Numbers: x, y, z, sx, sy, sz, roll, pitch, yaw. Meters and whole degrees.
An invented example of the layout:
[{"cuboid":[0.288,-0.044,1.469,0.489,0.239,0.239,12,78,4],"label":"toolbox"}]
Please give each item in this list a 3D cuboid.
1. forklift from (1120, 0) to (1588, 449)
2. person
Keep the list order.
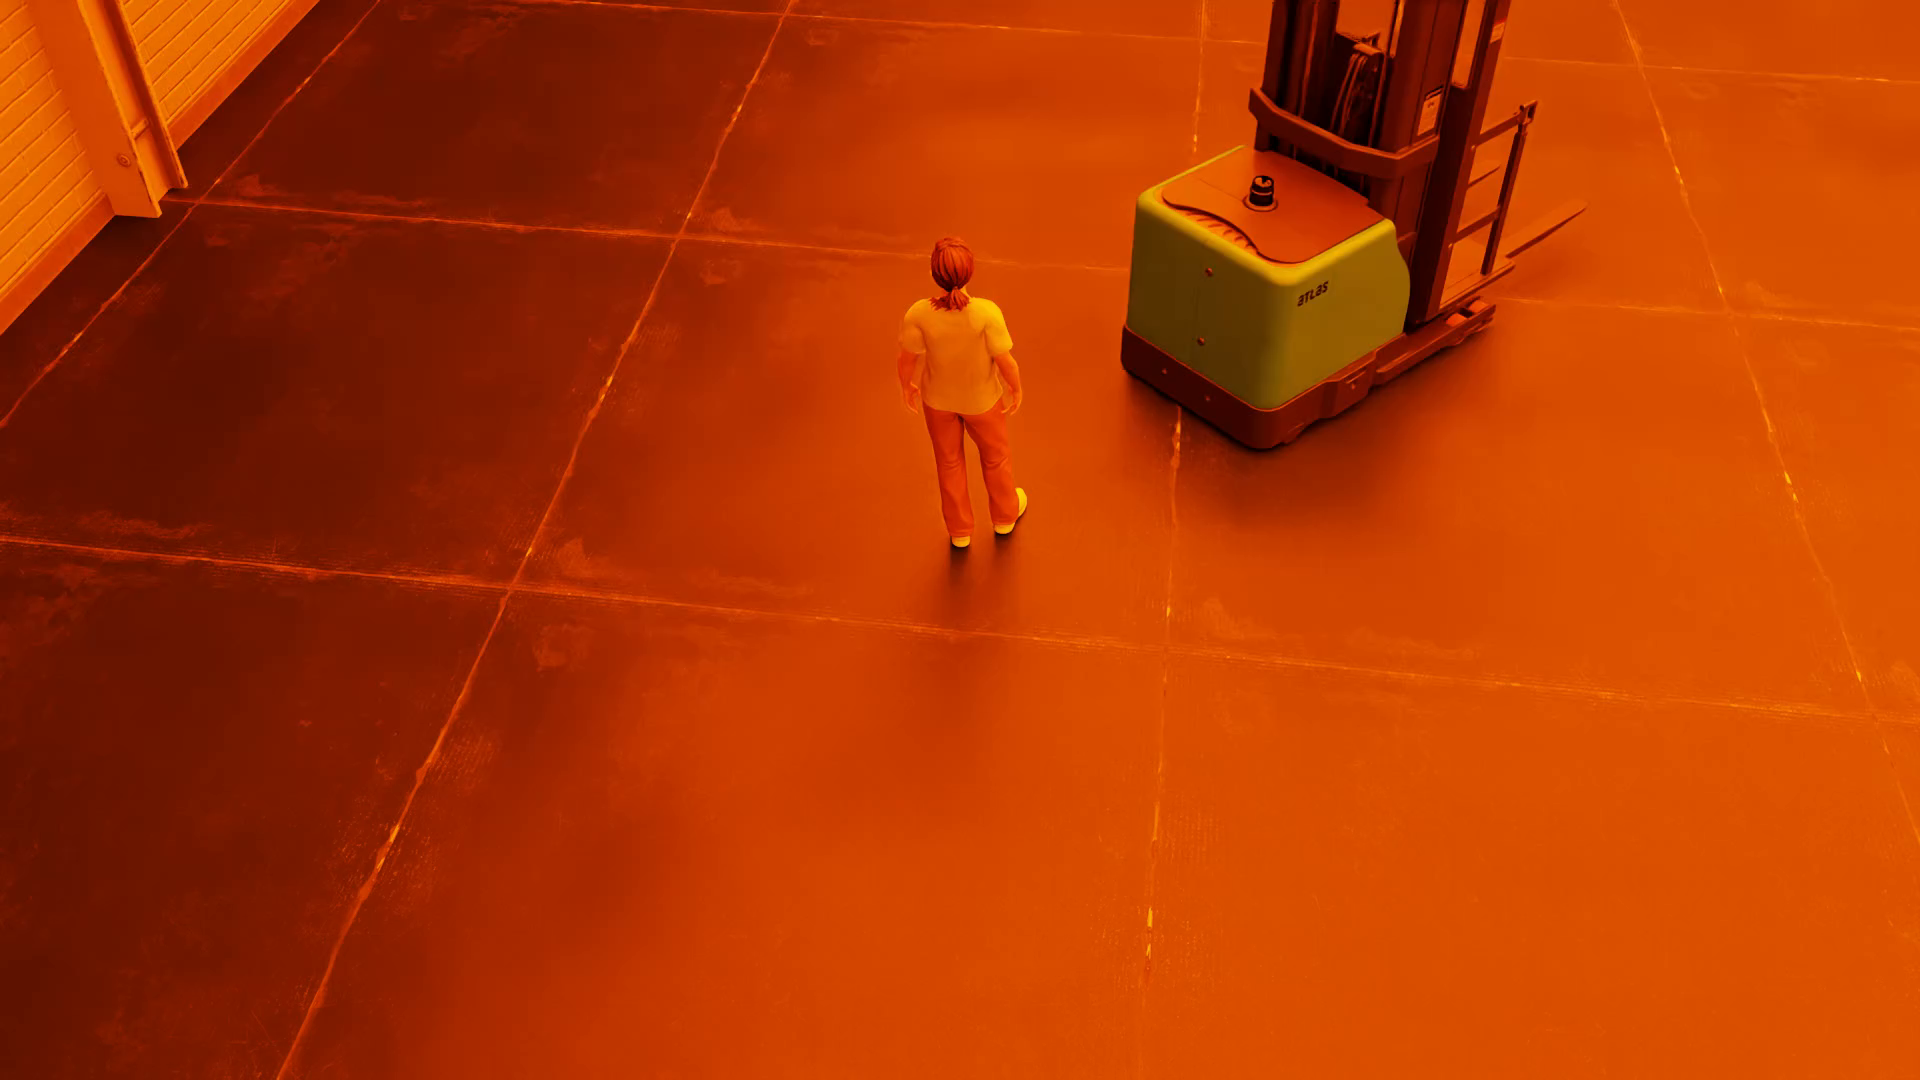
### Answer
[{"cuboid":[2.299,-2.384,8.320,3.031,2.935,1.130,-30,50,-29],"label":"forklift"},{"cuboid":[0.021,-0.670,7.372,0.555,1.675,0.549,5,43,6],"label":"person"}]
